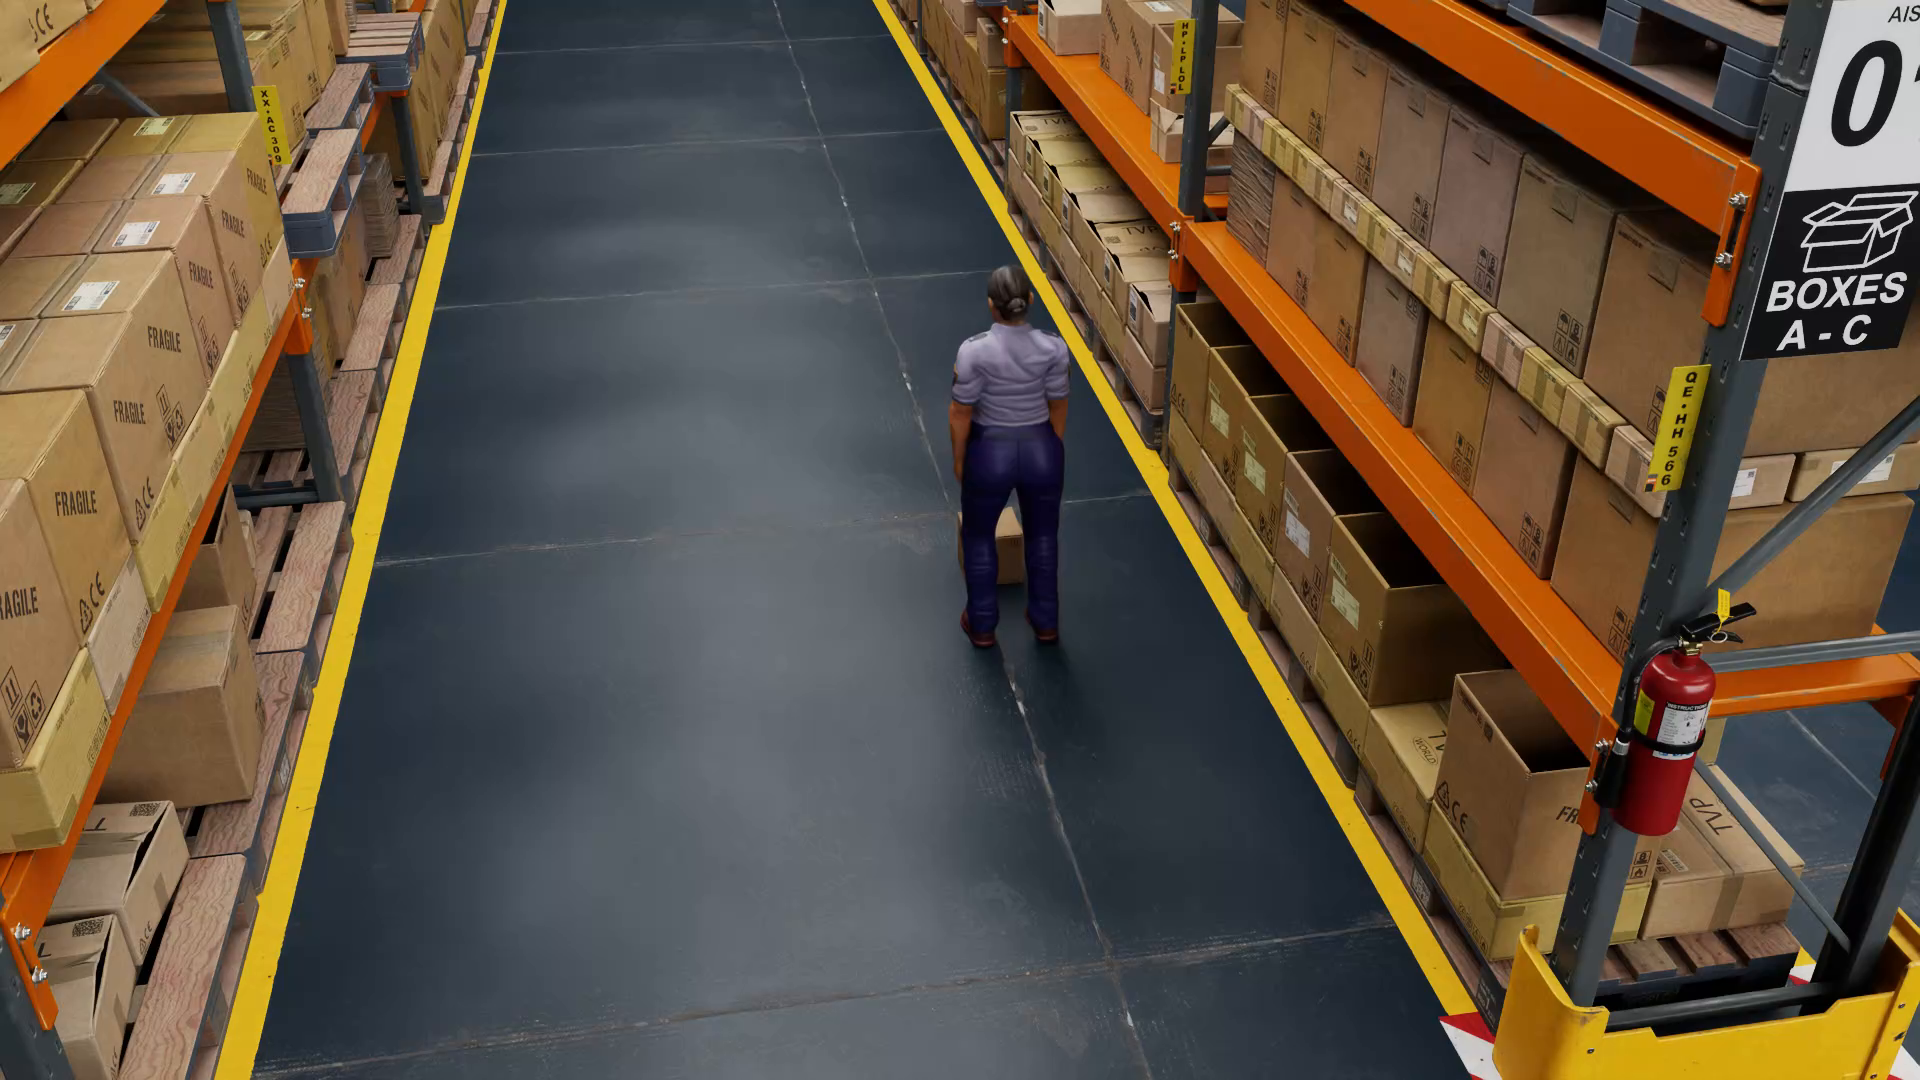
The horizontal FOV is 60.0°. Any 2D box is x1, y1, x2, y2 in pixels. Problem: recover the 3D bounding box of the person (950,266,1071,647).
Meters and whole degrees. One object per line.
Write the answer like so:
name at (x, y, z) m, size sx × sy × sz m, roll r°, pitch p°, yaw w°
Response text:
person at (0.190, -0.318, 6.690) m, size 0.472 × 1.643 × 0.341 m, roll -4°, pitch 31°, yaw -7°
